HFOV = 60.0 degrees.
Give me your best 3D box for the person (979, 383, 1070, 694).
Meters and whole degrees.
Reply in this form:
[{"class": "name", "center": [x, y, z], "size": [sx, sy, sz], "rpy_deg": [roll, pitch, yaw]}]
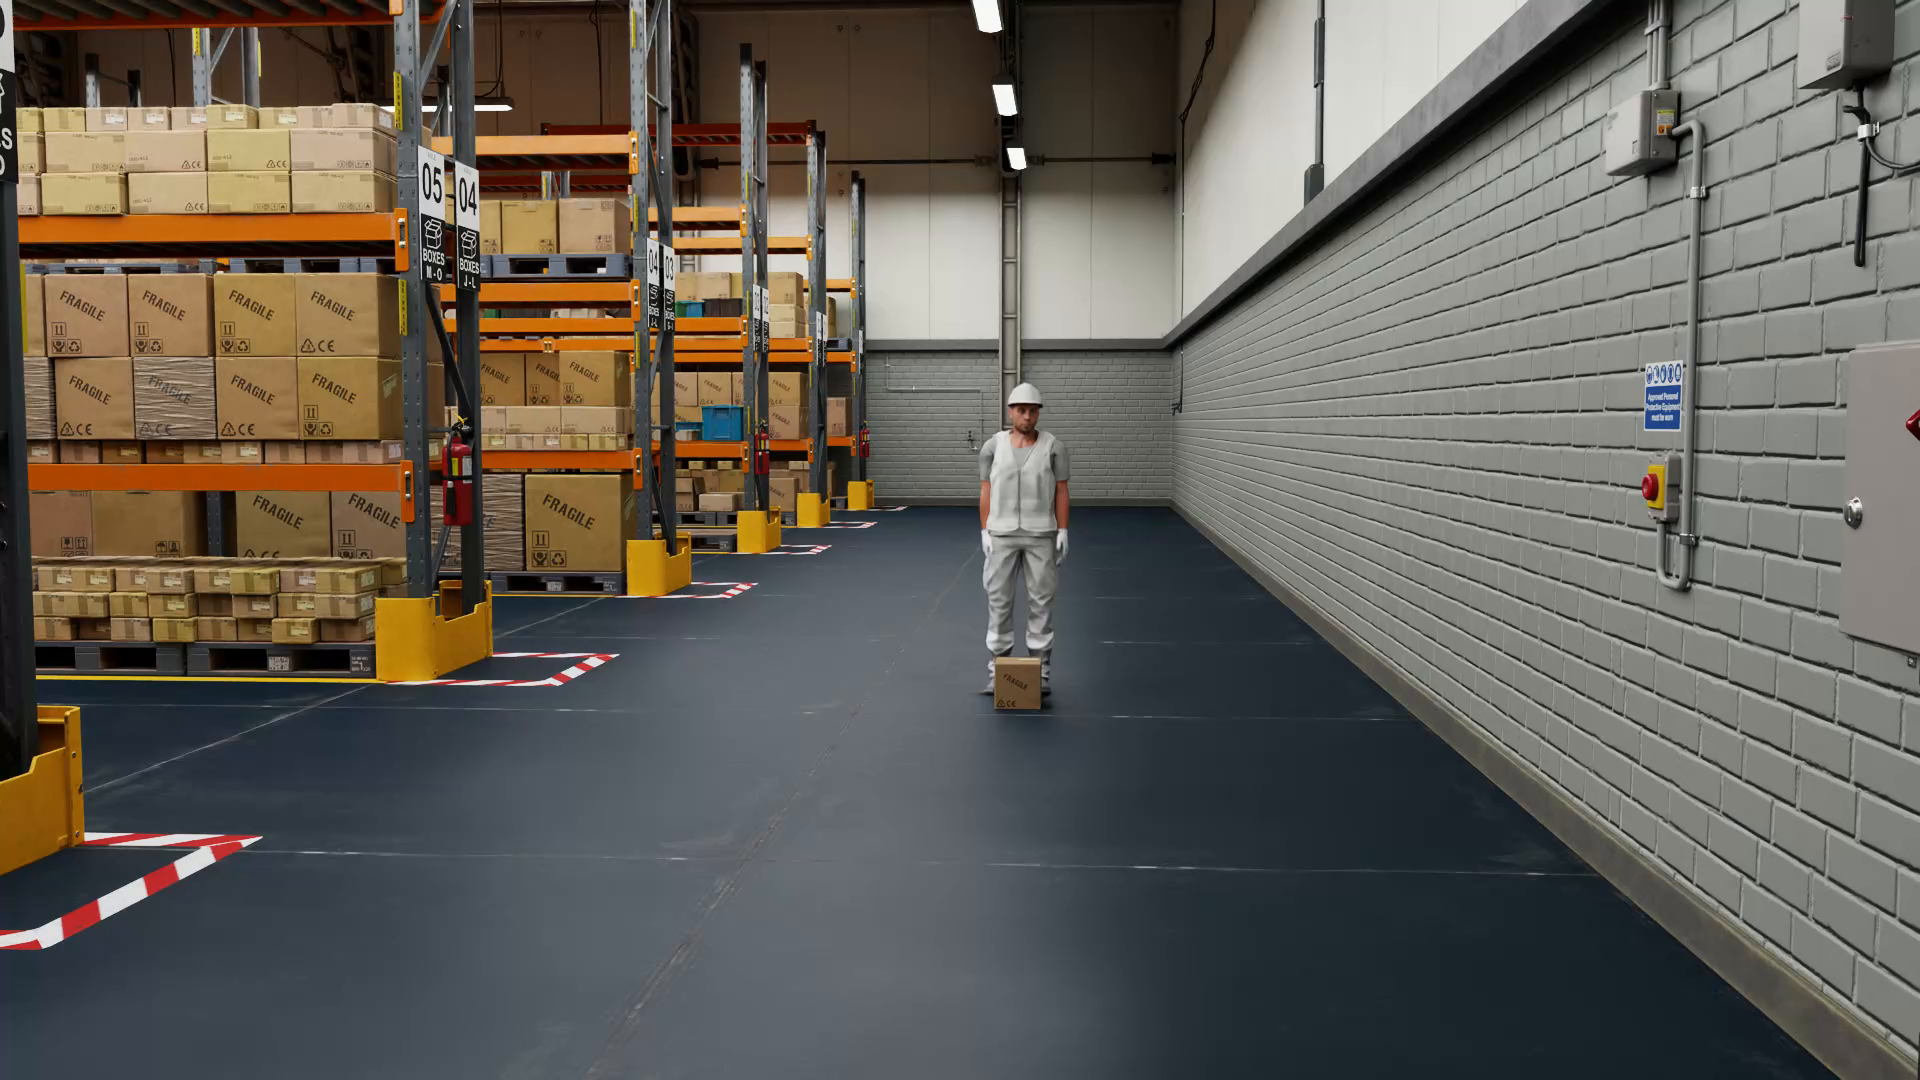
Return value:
[{"class": "person", "center": [0.368, -0.010, 9.569], "size": [0.526, 1.784, 0.338], "rpy_deg": [0, 4, 5]}]
